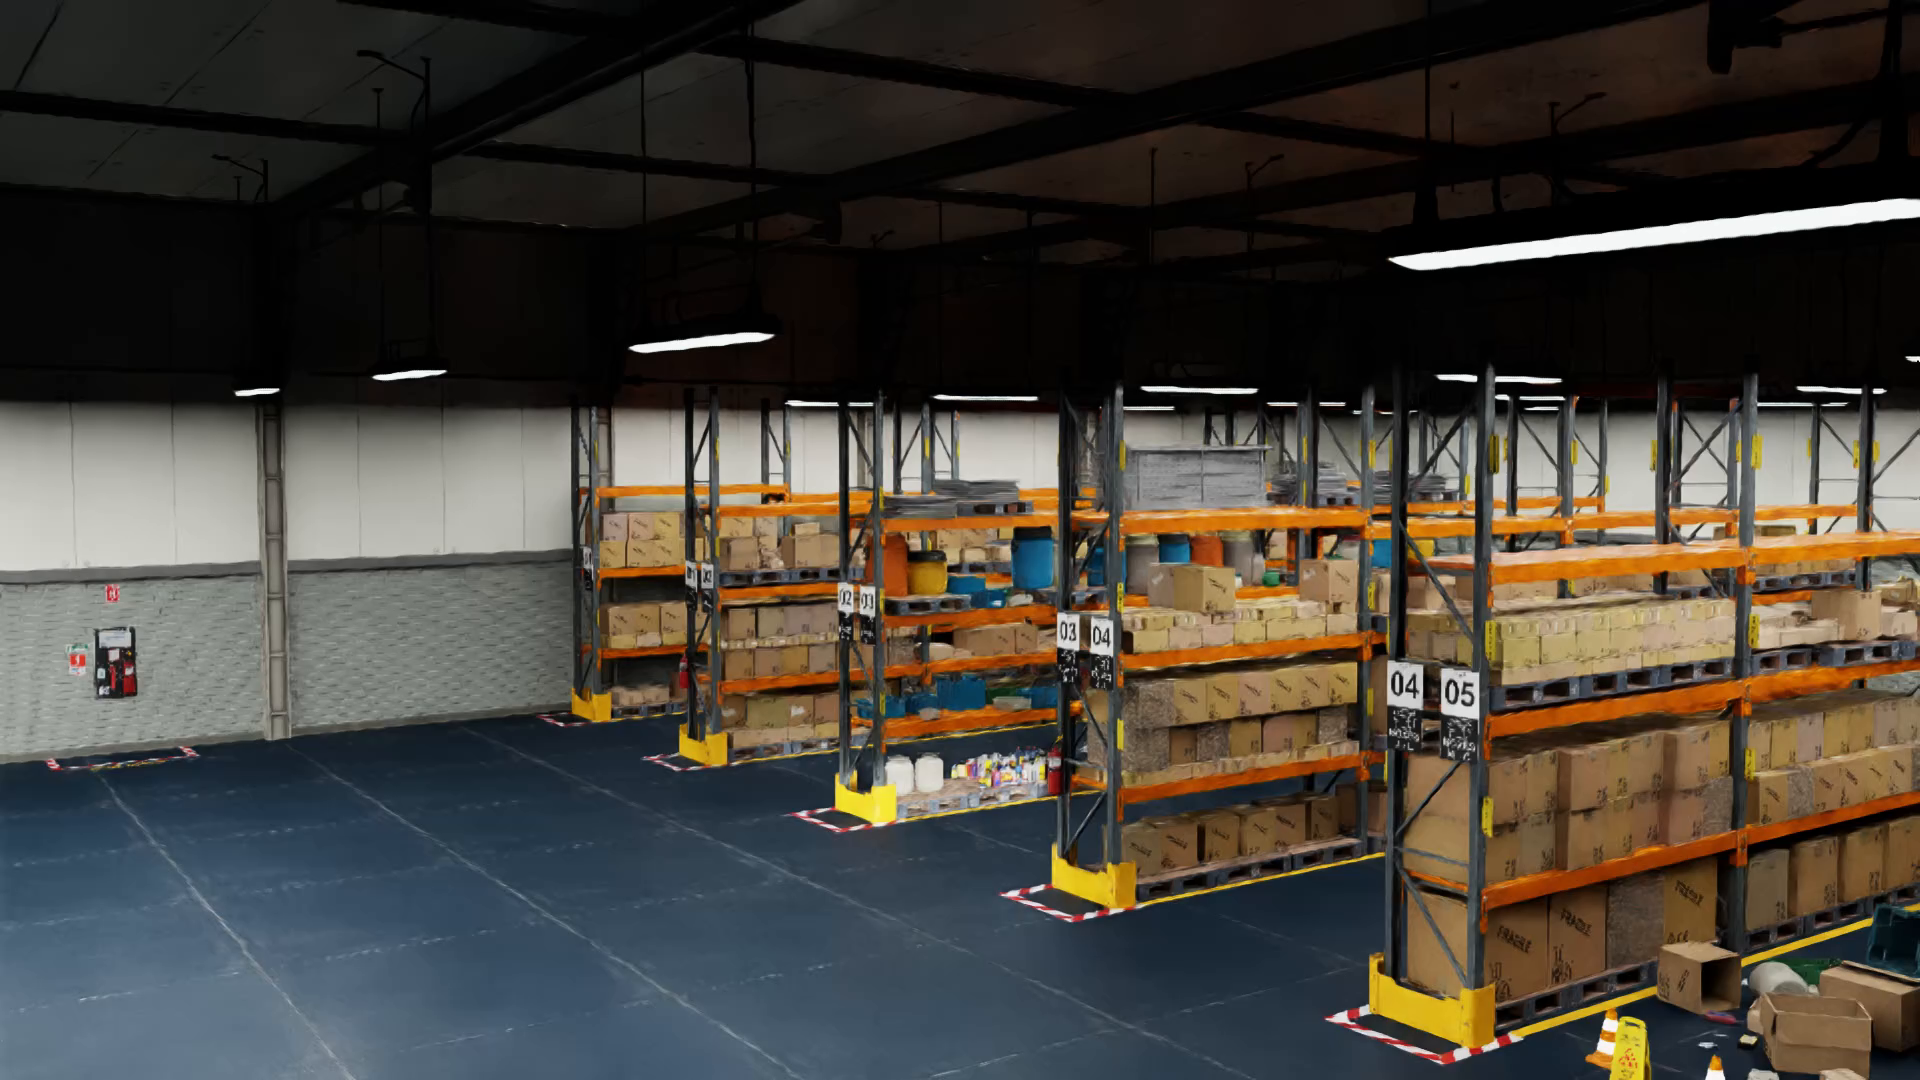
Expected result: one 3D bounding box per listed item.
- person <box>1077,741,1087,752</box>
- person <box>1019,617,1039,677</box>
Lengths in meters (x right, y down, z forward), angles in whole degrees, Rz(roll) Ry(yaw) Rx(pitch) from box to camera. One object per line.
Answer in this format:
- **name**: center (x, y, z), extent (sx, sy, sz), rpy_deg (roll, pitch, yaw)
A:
- **person**: center (2.294, 2.726, 27.667), extent (1.037, 1.515, 0.417), rpy_deg (-2, 4, -32)
- **person**: center (1.436, 2.335, 33.713), extent (0.507, 1.619, 0.598), rpy_deg (-3, 4, -37)
